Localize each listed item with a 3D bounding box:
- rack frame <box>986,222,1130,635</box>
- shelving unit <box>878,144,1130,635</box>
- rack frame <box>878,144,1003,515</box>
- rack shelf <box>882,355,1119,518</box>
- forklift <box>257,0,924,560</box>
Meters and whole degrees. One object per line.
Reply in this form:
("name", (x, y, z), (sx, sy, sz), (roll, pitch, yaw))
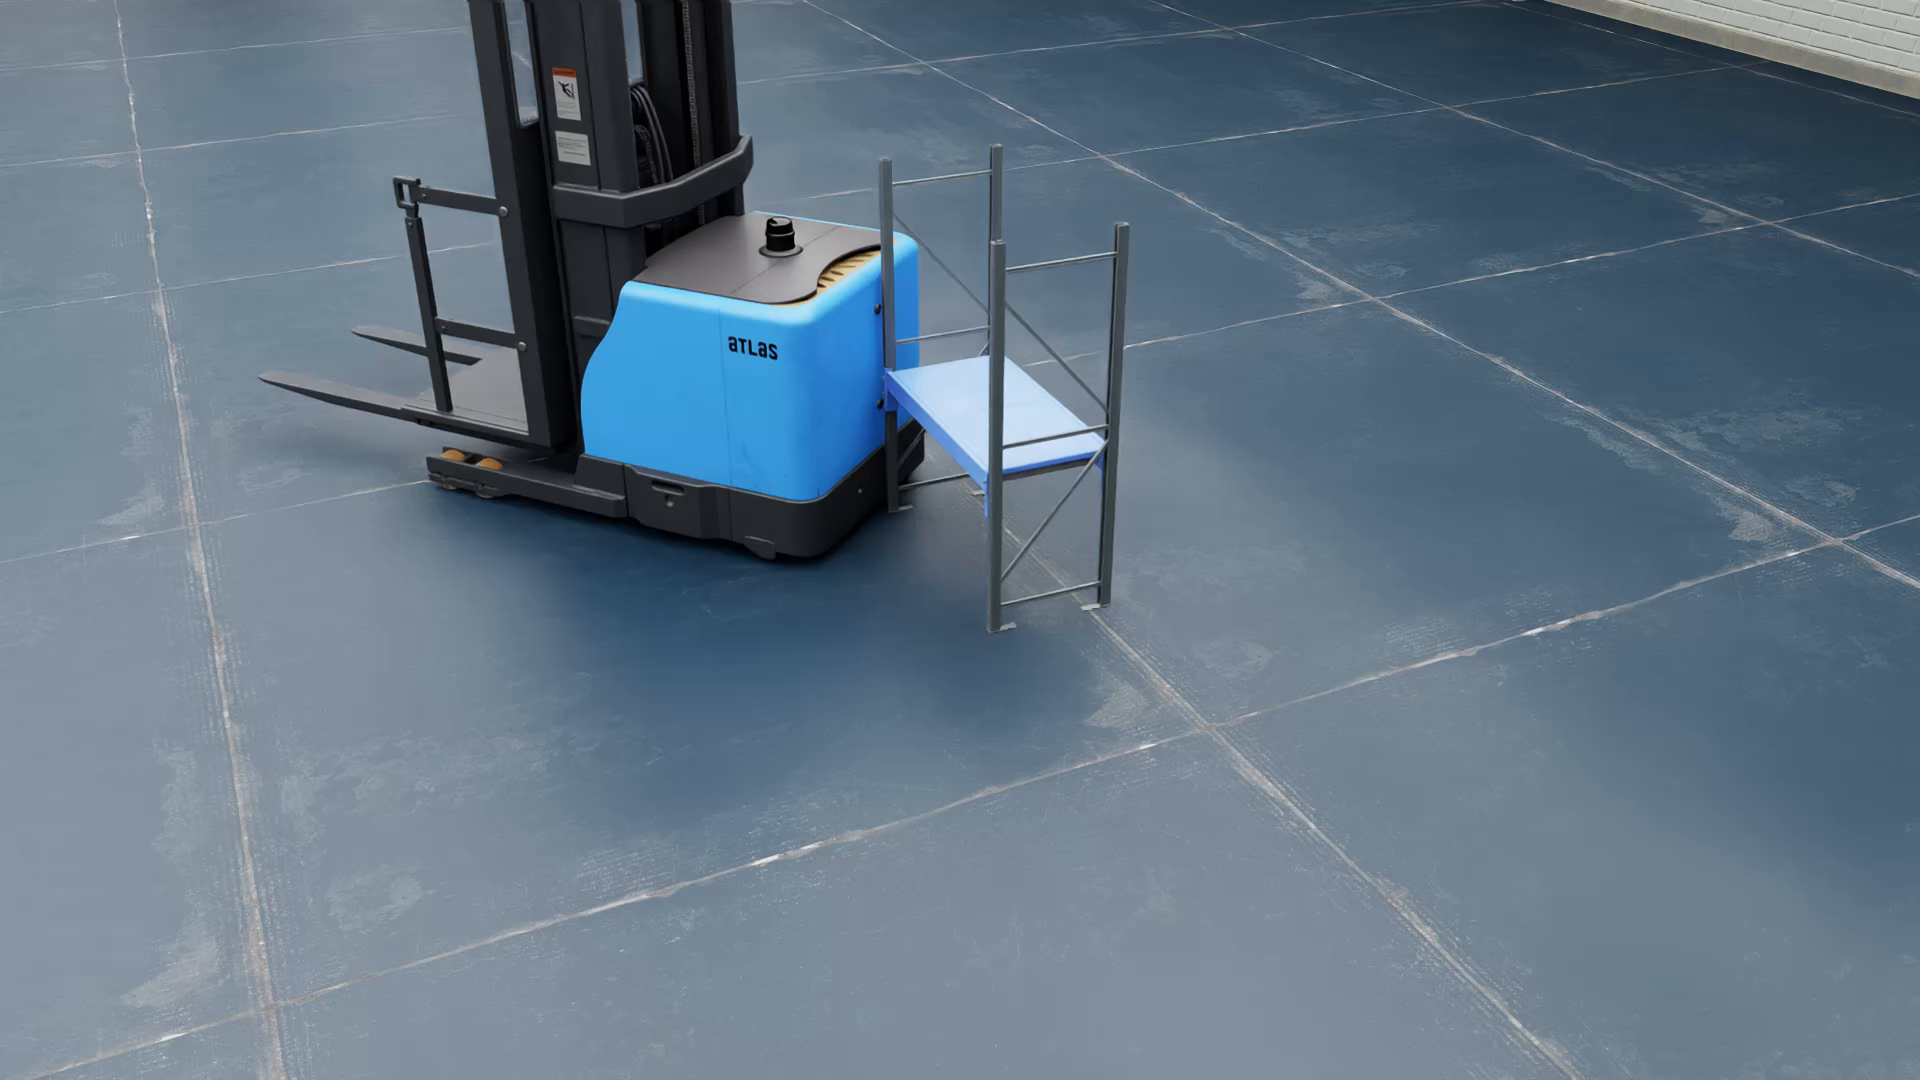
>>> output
("rack frame", (0.334, -0.360, 5.858), (0.500, 1.500, 0.032), (-12, 31, -20))
("shelving unit", (0.131, -0.588, 6.265), (0.538, 1.500, 1.048), (-12, 31, -20))
("rack frame", (-0.071, -0.816, 6.672), (0.500, 1.500, 0.032), (-12, 31, -20))
("rack shelf", (0.131, -0.431, 6.353), (0.538, 0.185, 1.000), (-12, 31, -20))
("forklift", (-1.716, -1.675, 6.740), (3.031, 2.935, 1.130), (13, 32, 21))
